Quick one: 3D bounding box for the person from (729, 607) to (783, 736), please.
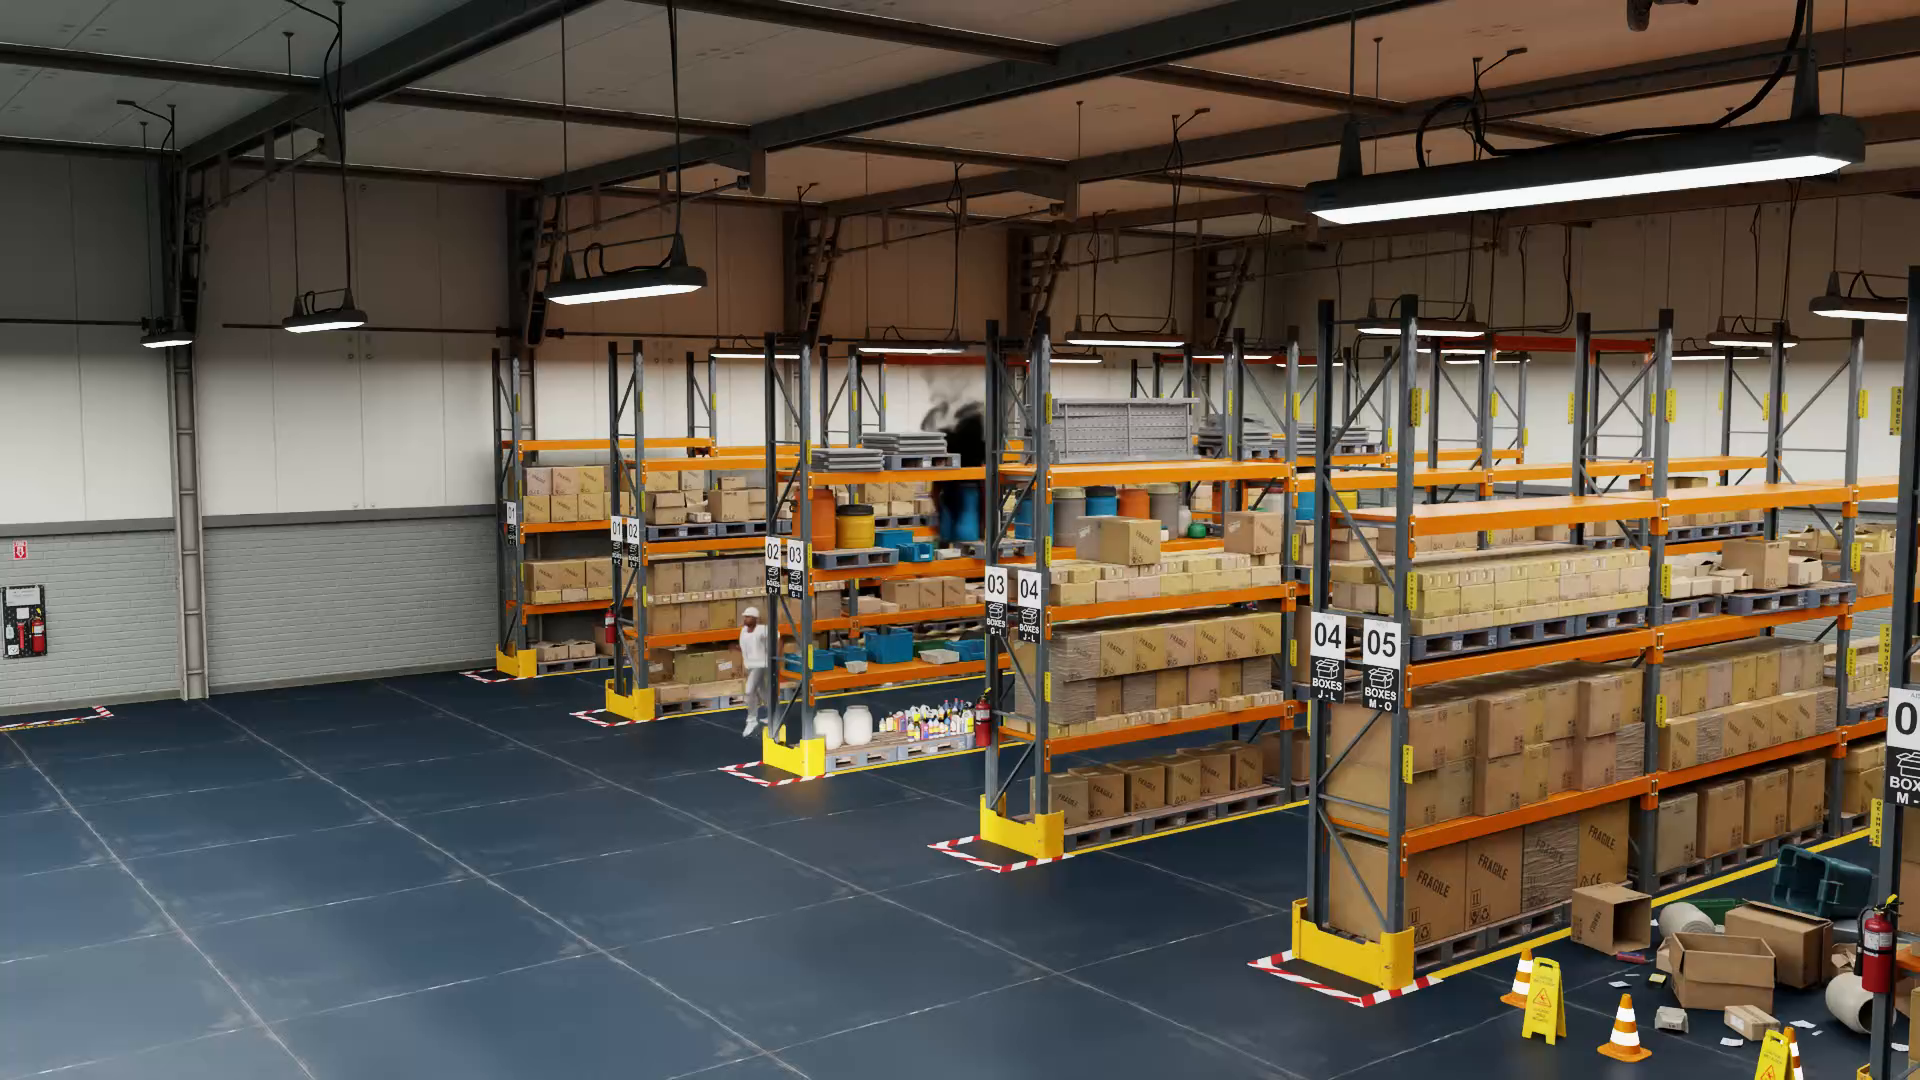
[{"bbox_3d":[-2.988,1.898,24.327,0.790,1.856,0.696,-4,7,-41],"label":"person"}]

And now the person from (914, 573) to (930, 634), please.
[{"bbox_3d":[-0.800,1.377,33.090,0.657,1.726,0.949,5,7,42],"label":"person"}]
